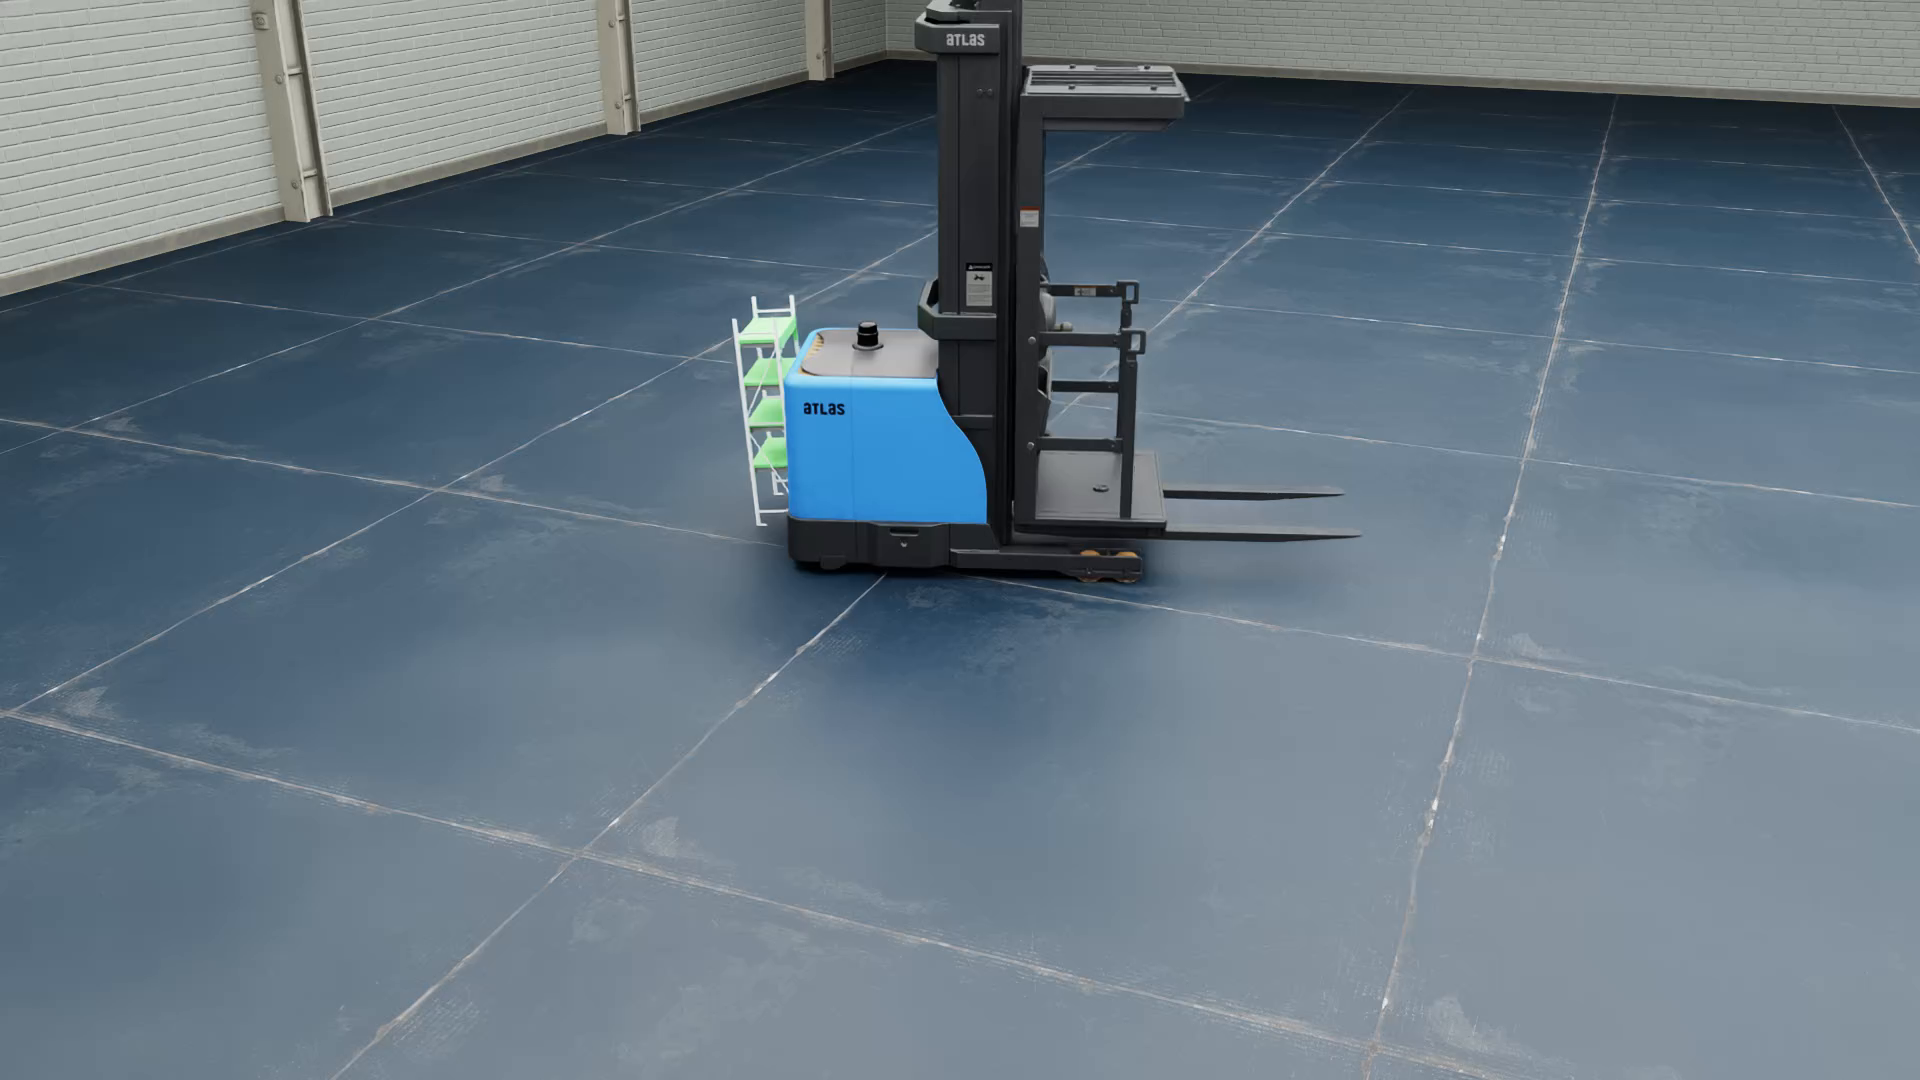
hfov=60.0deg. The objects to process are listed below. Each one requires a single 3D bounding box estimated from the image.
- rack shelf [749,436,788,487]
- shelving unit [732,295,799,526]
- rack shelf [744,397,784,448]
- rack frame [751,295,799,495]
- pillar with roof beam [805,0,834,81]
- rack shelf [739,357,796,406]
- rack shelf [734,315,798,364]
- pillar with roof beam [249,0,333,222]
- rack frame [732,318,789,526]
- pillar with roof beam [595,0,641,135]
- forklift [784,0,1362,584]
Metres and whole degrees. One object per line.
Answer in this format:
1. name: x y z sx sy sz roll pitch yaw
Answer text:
1. rack shelf: -1.029 -0.454 9.546 0.258 0.148 0.480 -1 22 7
2. shelving unit: -1.048 -0.734 9.431 0.258 1.200 0.503 -1 22 7
3. rack shelf: -1.044 -0.675 9.455 0.258 0.148 0.480 -1 22 7
4. rack frame: -1.025 -0.828 9.655 0.240 1.200 0.015 -1 22 7
5. pillar with roof beam: 1.689 -11.179 24.337 9.100 9.000 0.400 9 24 20
6. rack shelf: -1.060 -0.897 9.364 0.258 0.148 0.480 -1 22 7
7. rack shelf: -1.075 -1.119 9.273 0.258 0.148 0.480 -1 22 7
8. pillar with roof beam: -2.768 -6.884 14.056 9.100 9.000 0.400 9 24 20
9. rack frame: -1.072 -0.641 9.207 0.240 1.200 0.015 -1 22 7
10. pillar with roof beam: -0.539 -9.032 19.197 9.100 9.000 0.400 9 24 20
11. forklift: 0.624 -1.337 8.647 3.031 2.935 1.130 1 23 3
